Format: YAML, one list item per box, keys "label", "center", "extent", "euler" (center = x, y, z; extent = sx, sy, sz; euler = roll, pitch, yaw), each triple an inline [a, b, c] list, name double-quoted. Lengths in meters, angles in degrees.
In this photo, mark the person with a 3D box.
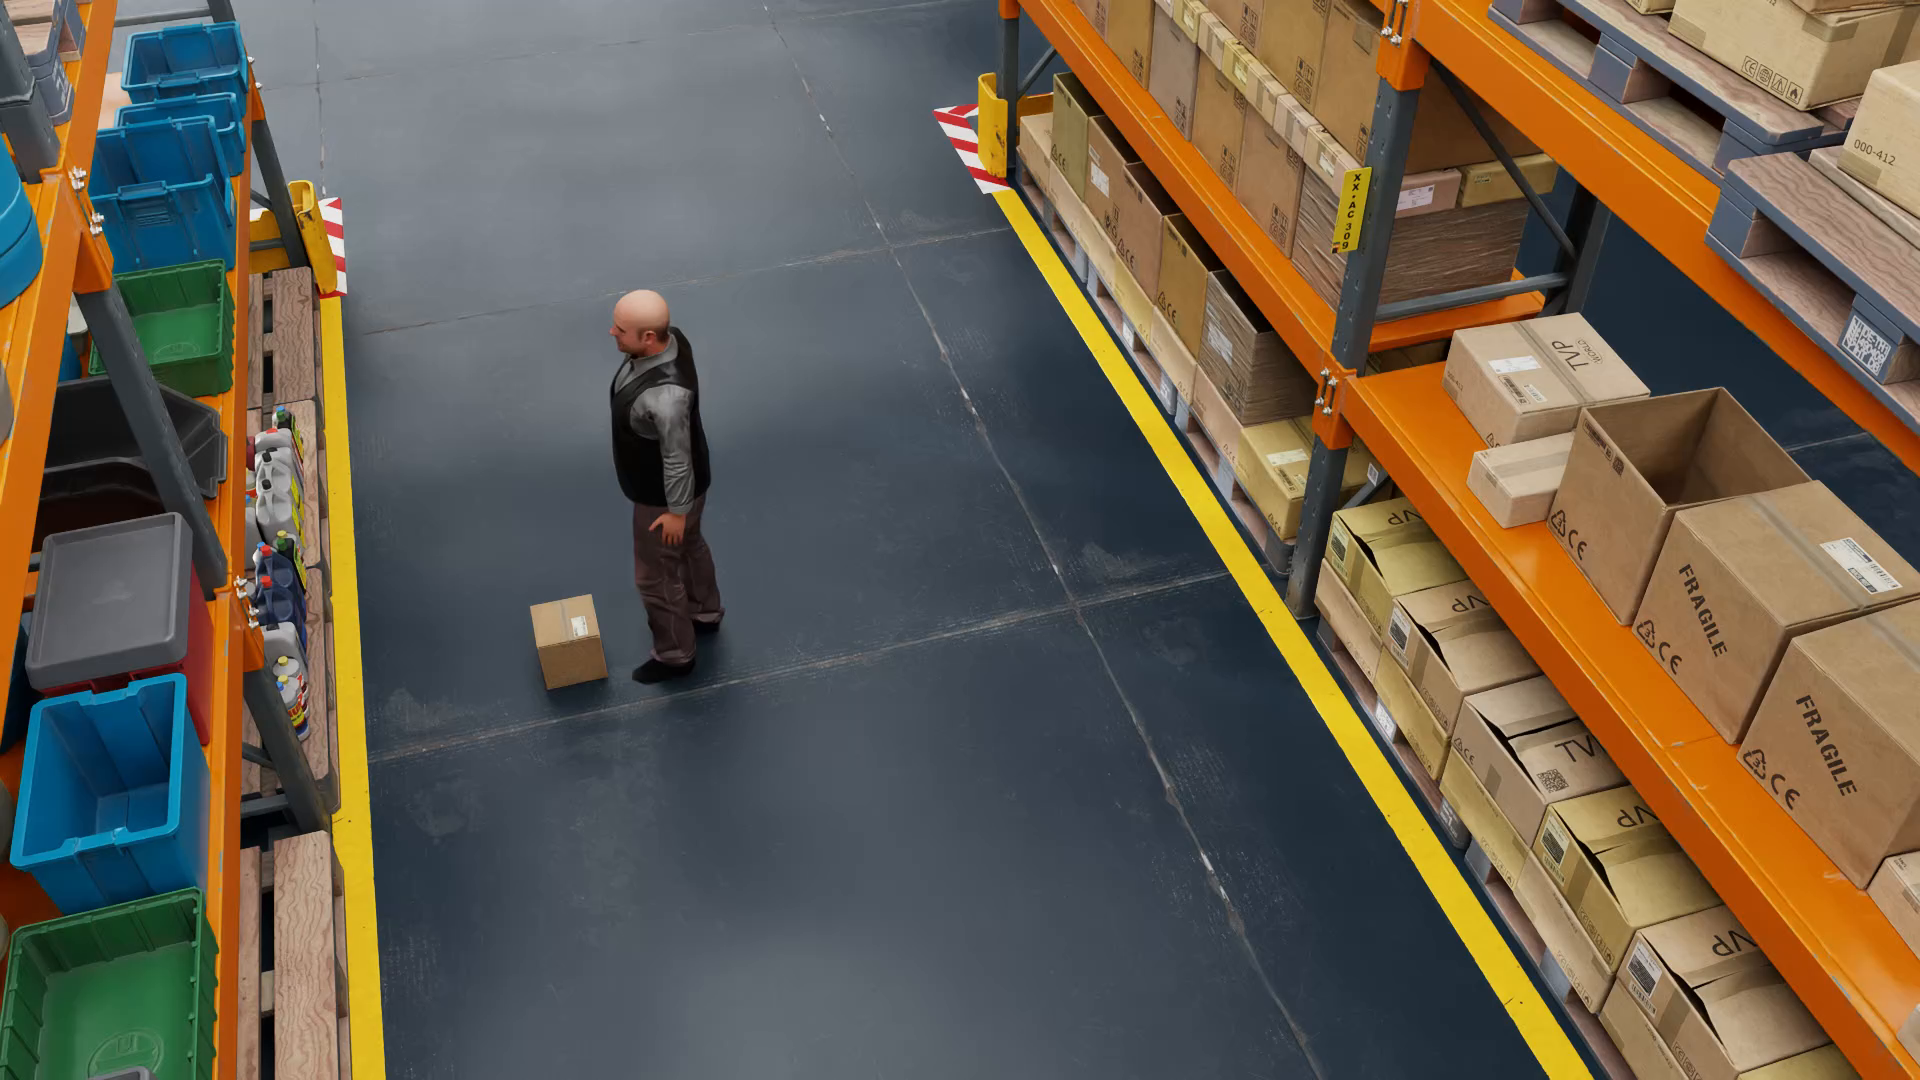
- label: "person"
  center: [-1.183, -0.216, 6.448]
  extent: [0.443, 1.779, 0.579]
  euler: [-5, 42, -6]
